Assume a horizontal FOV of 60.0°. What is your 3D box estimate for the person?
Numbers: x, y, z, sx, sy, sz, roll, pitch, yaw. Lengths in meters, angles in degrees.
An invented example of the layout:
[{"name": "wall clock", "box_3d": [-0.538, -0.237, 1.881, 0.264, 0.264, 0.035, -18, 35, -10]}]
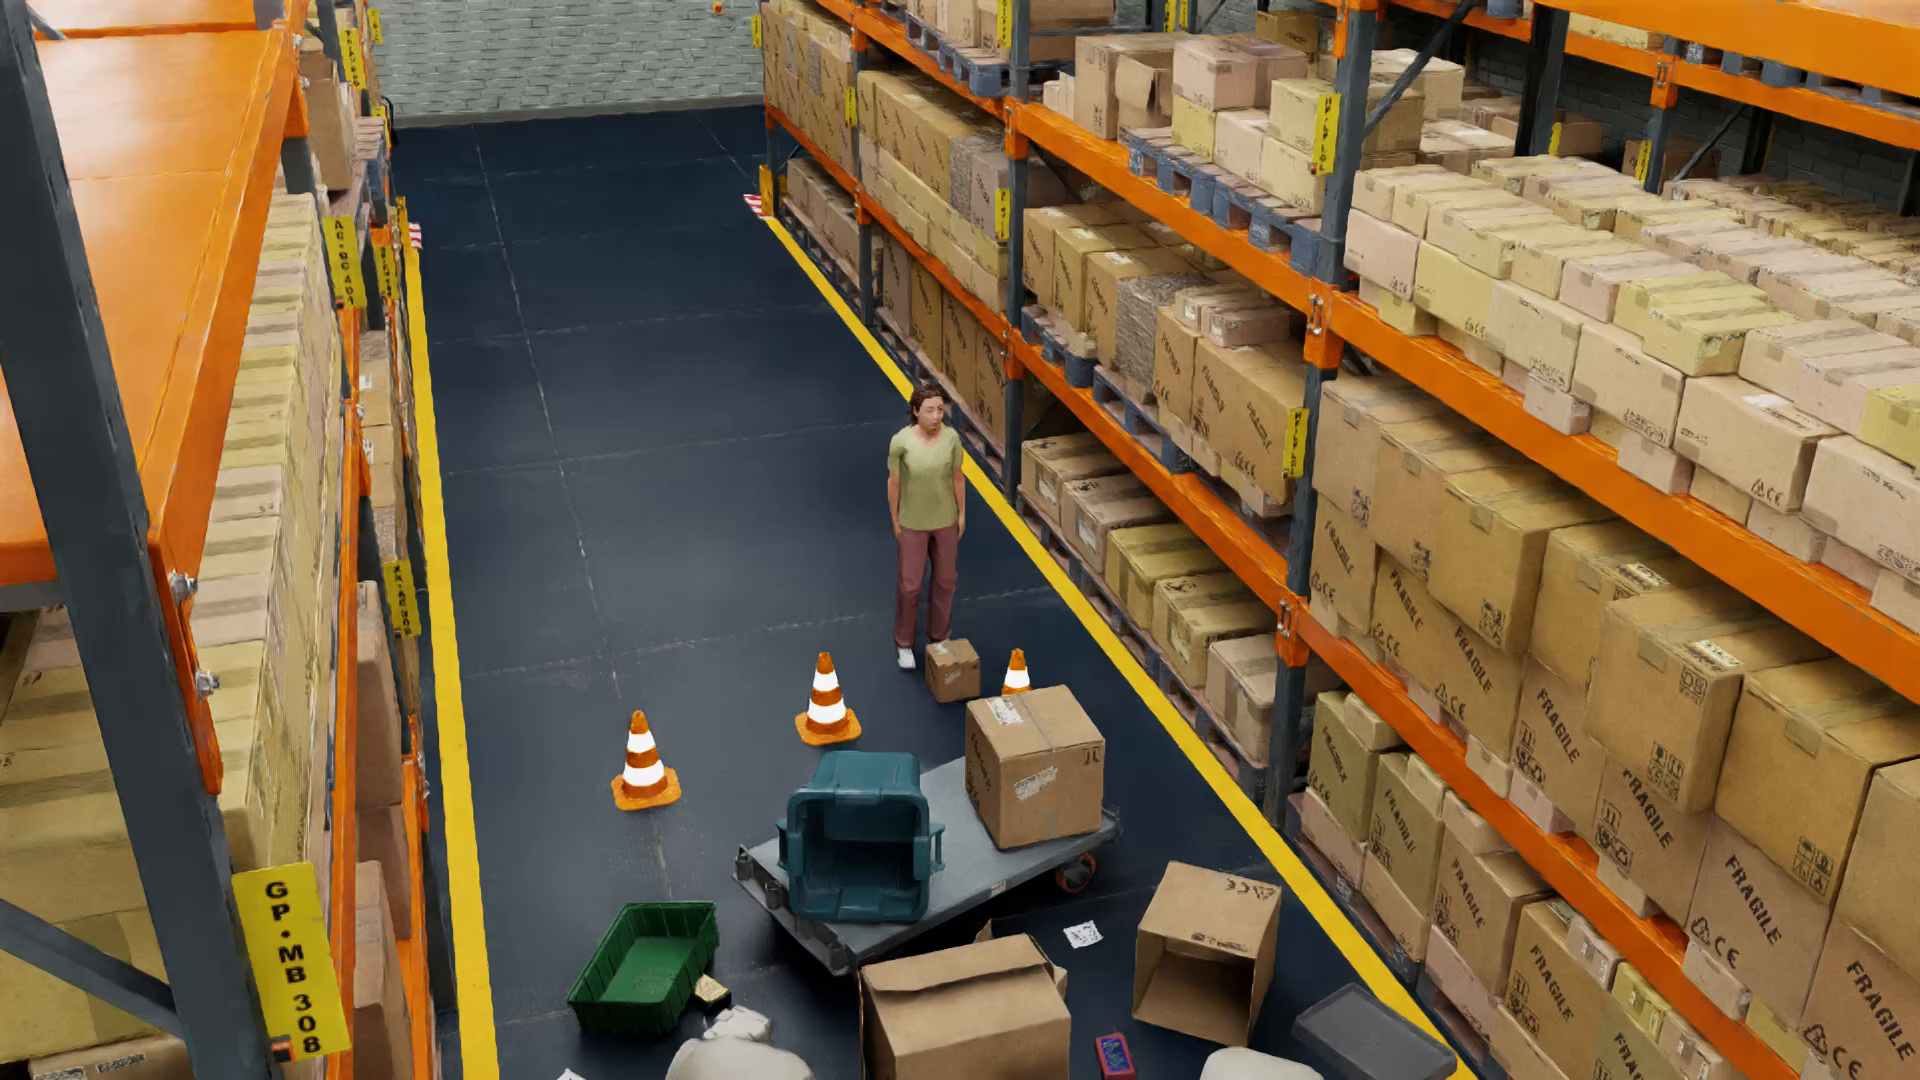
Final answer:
[{"name": "person", "box_3d": [-0.172, -0.089, 9.540, 0.462, 1.669, 0.404, -8, 27, -15]}]
